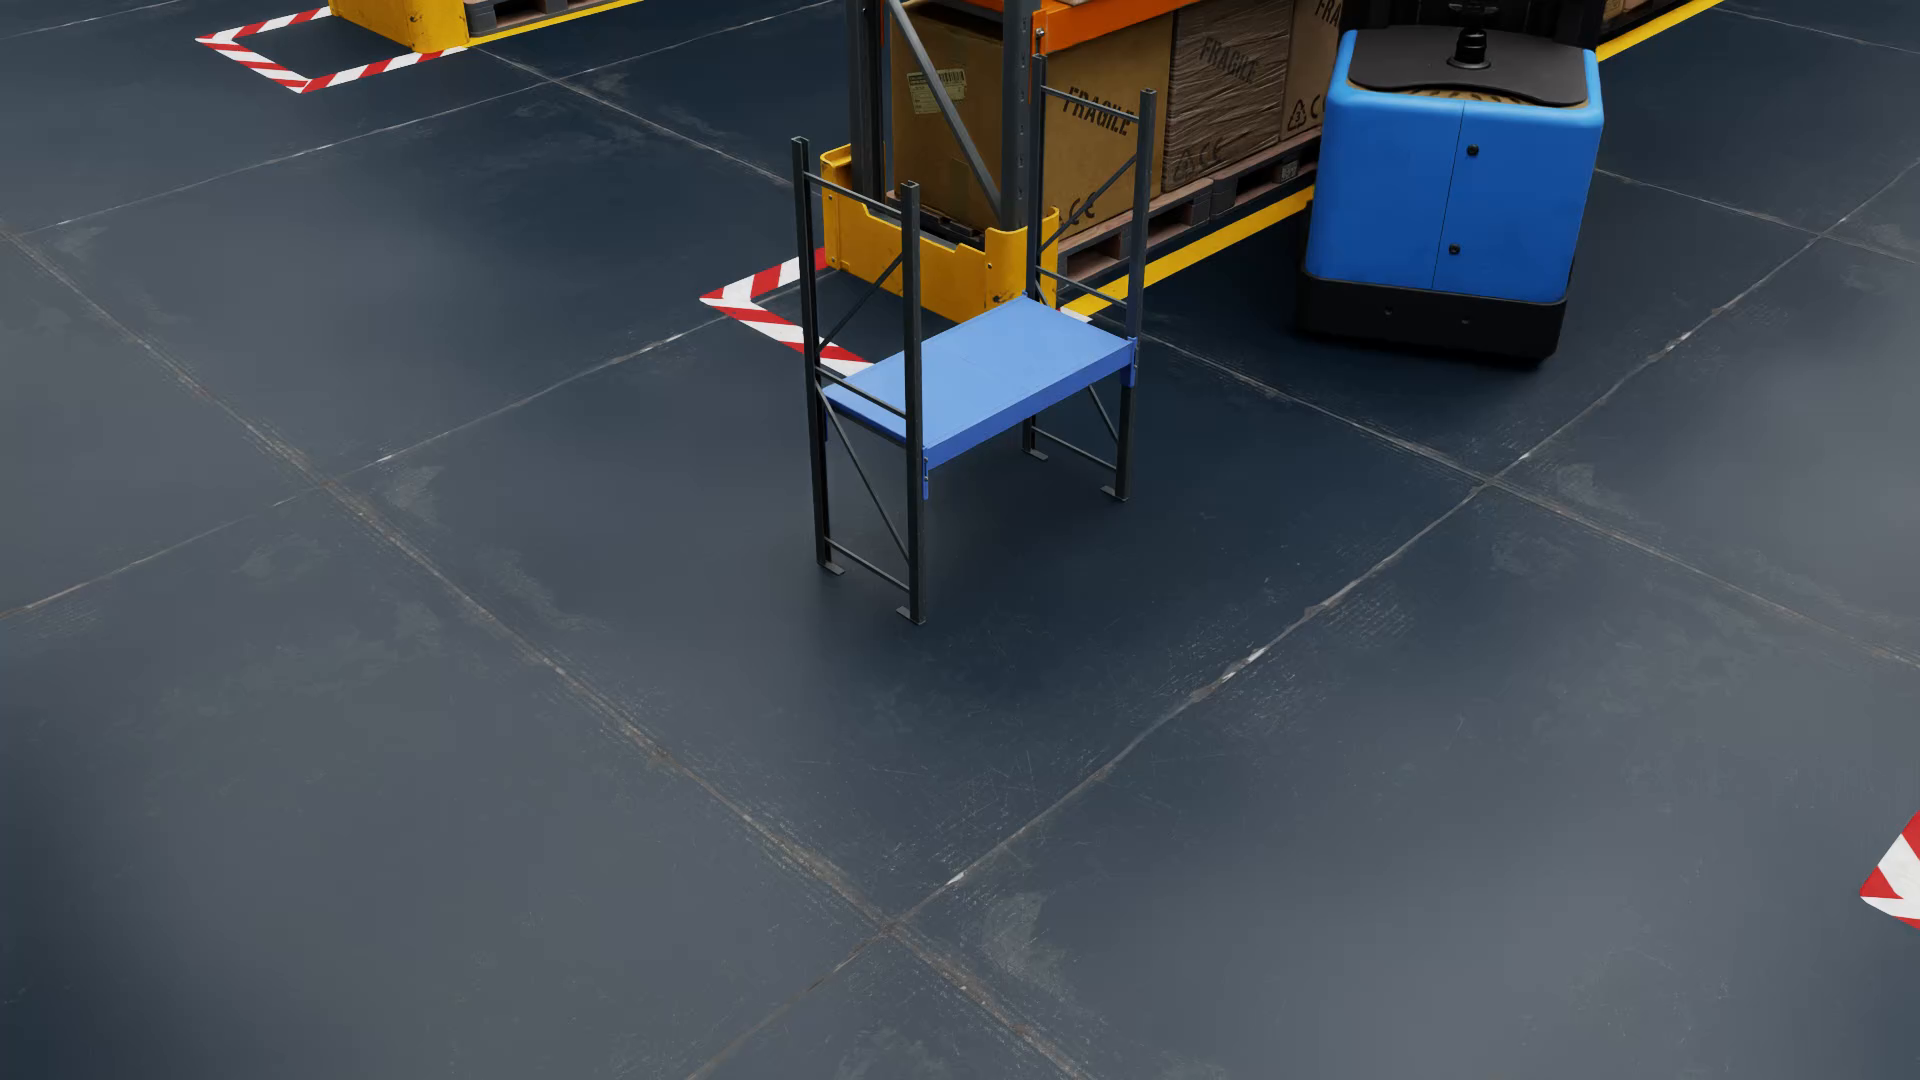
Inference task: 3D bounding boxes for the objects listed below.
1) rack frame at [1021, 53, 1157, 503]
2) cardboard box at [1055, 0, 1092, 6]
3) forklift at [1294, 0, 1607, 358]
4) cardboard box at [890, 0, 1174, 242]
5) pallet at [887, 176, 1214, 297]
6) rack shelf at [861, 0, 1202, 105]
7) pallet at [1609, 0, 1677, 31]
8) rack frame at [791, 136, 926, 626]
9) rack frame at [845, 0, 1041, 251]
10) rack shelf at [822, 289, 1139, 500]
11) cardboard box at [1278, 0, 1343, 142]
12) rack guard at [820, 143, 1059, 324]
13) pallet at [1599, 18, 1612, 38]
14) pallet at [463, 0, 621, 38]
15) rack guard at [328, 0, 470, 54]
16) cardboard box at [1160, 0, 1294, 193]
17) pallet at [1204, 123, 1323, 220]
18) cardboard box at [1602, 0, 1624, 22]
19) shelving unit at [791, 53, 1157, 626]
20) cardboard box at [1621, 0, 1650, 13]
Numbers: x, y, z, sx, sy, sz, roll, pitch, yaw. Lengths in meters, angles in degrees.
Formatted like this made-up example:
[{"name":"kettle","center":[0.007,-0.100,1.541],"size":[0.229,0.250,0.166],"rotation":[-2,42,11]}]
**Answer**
[{"name":"rack frame","center":[0.418,-0.856,5.667],"size":[0.500,1.500,0.032],"rotation":[30,45,35]},{"name":"cardboard box","center":[0.399,-2.251,6.574],"size":[0.250,0.149,0.380],"rotation":[-29,44,-35]},{"name":"forklift","center":[2.273,-2.771,7.161],"size":[1.130,2.935,3.031],"rotation":[9,36,12]},{"name":"cardboard box","center":[0.308,-1.935,7.393],"size":[0.875,0.875,0.875],"rotation":[30,45,35]},{"name":"pallet","center":[0.422,-1.555,7.795],"size":[1.003,0.211,1.213],"rotation":[30,45,35]},{"name":"rack shelf","center":[1.323,-2.859,7.857],"size":[1.077,0.370,4.000],"rotation":[30,45,35]},{"name":"pallet","center":[4.082,-3.664,10.819],"size":[1.003,0.211,1.213],"rotation":[30,45,35]},{"name":"rack frame","center":[-0.298,-0.443,5.075],"size":[0.500,1.500,0.032],"rotation":[30,45,35]},{"name":"rack frame","center":[-0.086,-2.343,6.487],"size":[1.000,3.000,0.127],"rotation":[30,45,35]},{"name":"rack shelf","center":[0.060,-0.502,5.474],"size":[0.538,0.185,1.000],"rotation":[30,45,35]},{"name":"cardboard box","center":[1.577,-2.666,8.441],"size":[0.875,0.875,0.875],"rotation":[30,45,35]},{"name":"rack guard","center":[-0.103,-1.307,7.188],"size":[1.175,0.500,0.348],"rotation":[30,45,35]},{"name":"pallet","center":[3.223,-3.166,10.105],"size":[1.003,0.211,1.213],"rotation":[30,45,35]},{"name":"pallet","center":[-2.883,-3.585,10.706],"size":[1.003,0.211,1.213],"rotation":[30,45,35]},{"name":"rack guard","center":[-3.481,-3.388,10.171],"size":[1.175,0.500,0.348],"rotation":[30,45,35]},{"name":"cardboard box","center":[0.950,-2.305,7.923],"size":[0.875,0.875,0.875],"rotation":[30,45,35]},{"name":"pallet","center":[1.282,-2.048,8.502],"size":[1.003,0.211,1.213],"rotation":[30,45,35]},{"name":"cardboard box","center":[3.169,-3.535,9.687],"size":[1.225,0.875,0.875],"rotation":[30,45,35]},{"name":"shelving unit","center":[0.060,-0.650,5.371],"size":[0.538,1.500,1.048],"rotation":[30,45,35]},{"name":"cardboard box","center":[3.798,-3.898,10.207],"size":[1.225,0.875,0.875],"rotation":[28,44,34]}]
